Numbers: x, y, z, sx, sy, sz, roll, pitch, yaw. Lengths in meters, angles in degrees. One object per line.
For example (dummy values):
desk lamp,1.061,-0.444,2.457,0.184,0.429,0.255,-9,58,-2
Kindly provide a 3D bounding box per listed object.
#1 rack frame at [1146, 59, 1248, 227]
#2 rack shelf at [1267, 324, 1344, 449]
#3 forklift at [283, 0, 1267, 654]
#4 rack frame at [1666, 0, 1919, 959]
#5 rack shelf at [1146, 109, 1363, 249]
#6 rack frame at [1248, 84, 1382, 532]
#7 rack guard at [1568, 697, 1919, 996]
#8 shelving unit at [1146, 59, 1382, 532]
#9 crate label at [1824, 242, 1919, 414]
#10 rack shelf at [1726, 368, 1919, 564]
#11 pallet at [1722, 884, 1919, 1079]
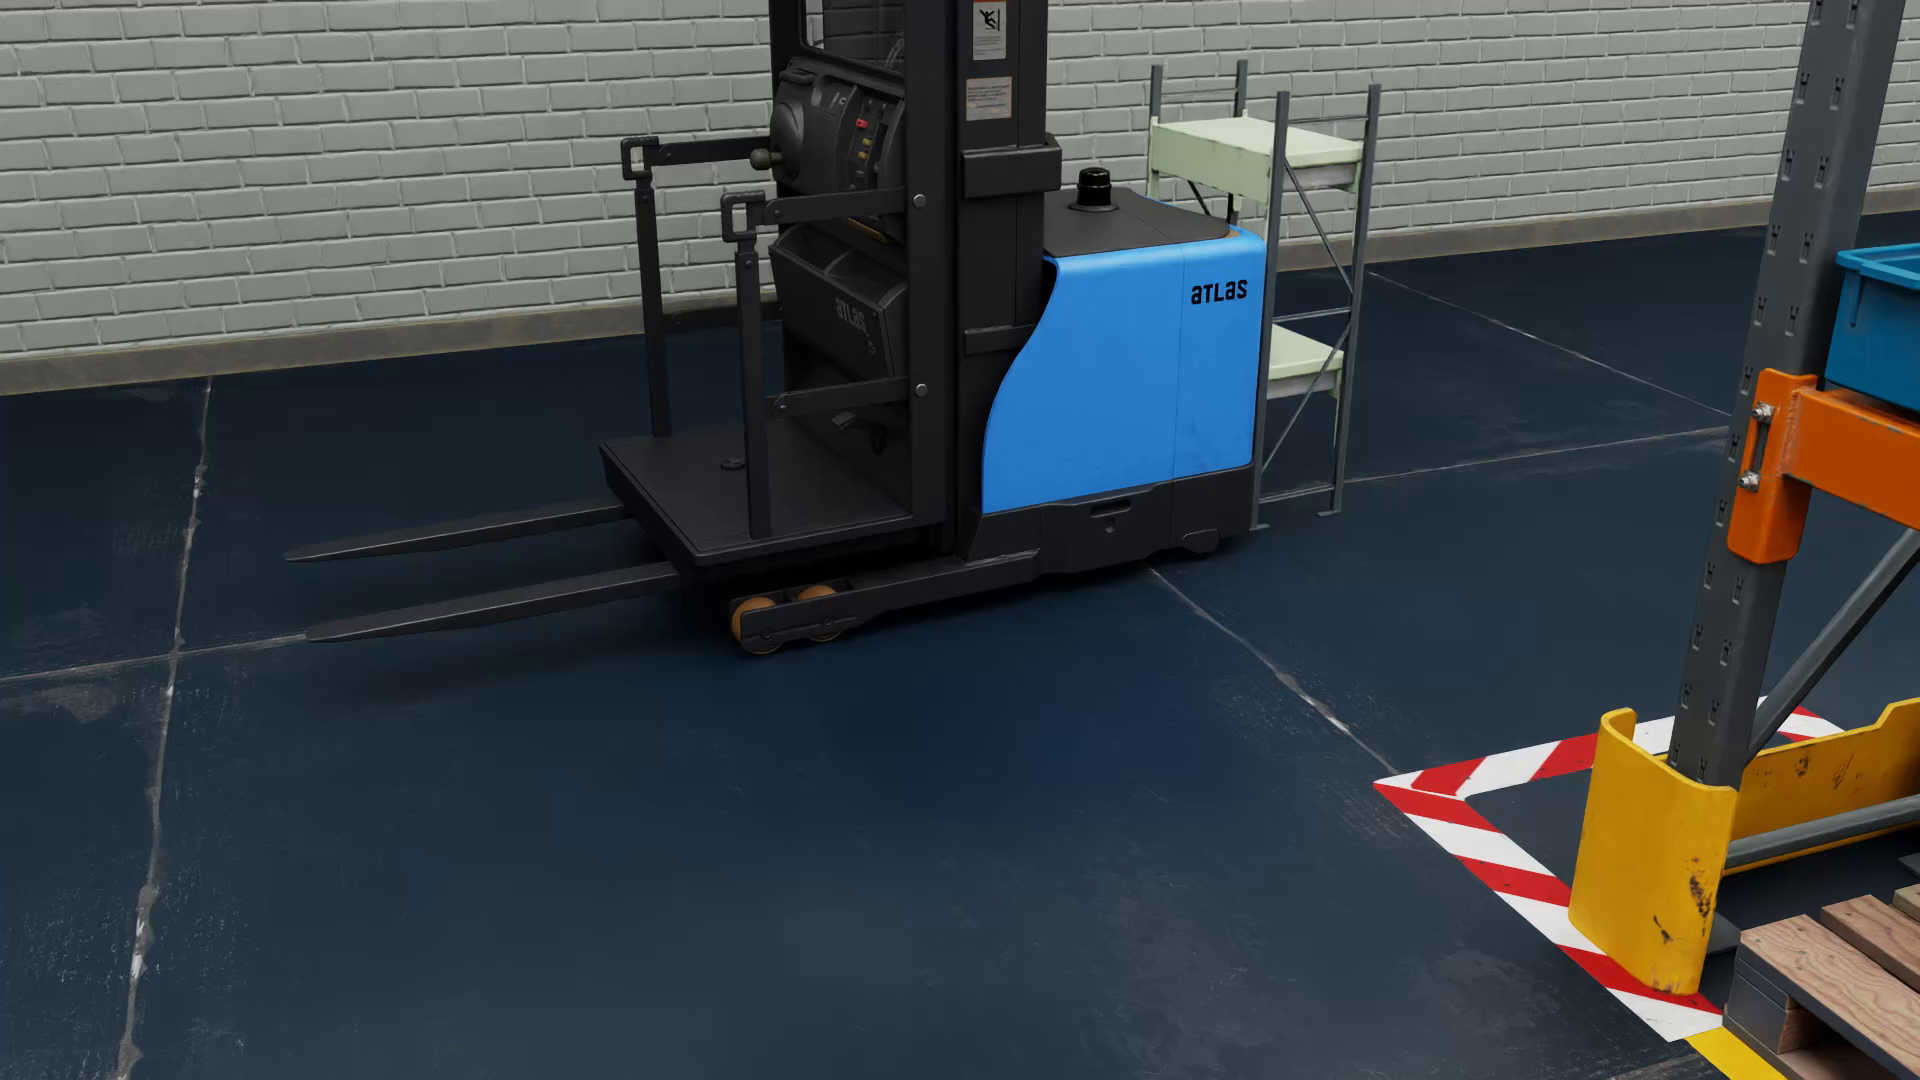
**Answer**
rack frame,0.856,-1.011,6.217,0.400,1.500,0.023,-11,25,-24
rack shelf,1.020,-0.584,6.042,0.431,0.370,0.720,-11,25,-24
forklift,-0.560,-1.245,4.929,3.031,2.935,1.130,-11,25,-24
rack frame,1.974,-0.555,3.204,1.000,3.000,0.127,-8,24,-19
rack shelf,1.021,-1.244,5.764,0.431,0.370,0.720,-11,25,-24
rack frame,1.184,-0.757,5.614,0.400,1.500,0.023,-11,25,-24
rack guard,1.954,0.590,3.706,1.175,0.500,0.348,-8,24,-19
shelving unit,1.020,-0.884,5.916,0.431,1.500,0.755,-11,25,-24
crate label,1.754,-0.370,2.905,0.416,0.233,0.303,-8,24,-19
rack shelf,2.681,0.504,1.619,1.077,0.370,4.000,-8,24,-19
pallet,2.230,1.035,3.022,1.003,0.211,1.213,-8,24,-19
